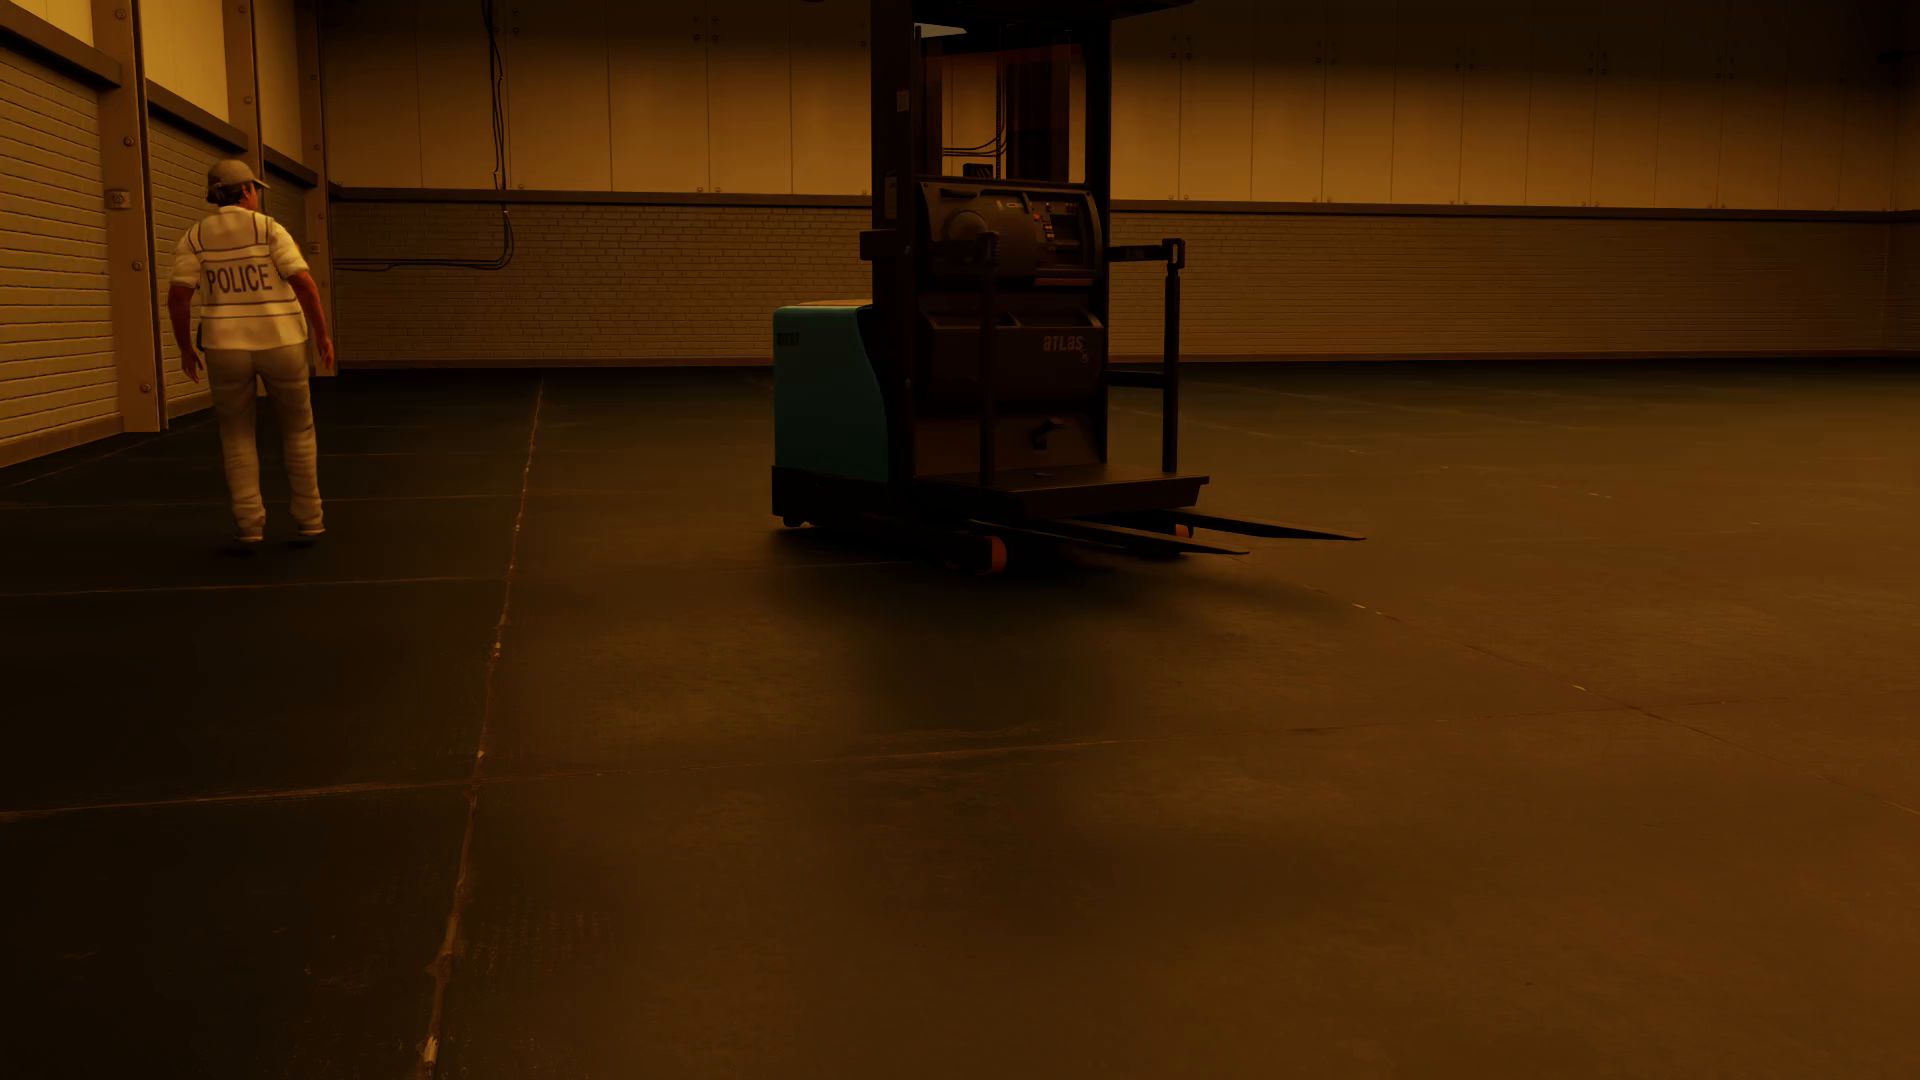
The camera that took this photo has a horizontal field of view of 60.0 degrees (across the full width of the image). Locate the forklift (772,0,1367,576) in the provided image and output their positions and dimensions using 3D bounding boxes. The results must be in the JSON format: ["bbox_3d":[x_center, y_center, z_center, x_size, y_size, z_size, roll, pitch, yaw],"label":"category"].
[{"bbox_3d":[0.355,-1.383,7.015,1.130,2.935,3.031,-6,10,-35],"label":"forklift"}]

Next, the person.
[{"bbox_3d":[-3.083,-0.838,7.350,0.596,1.669,0.531,-2,8,-15],"label":"person"}]
